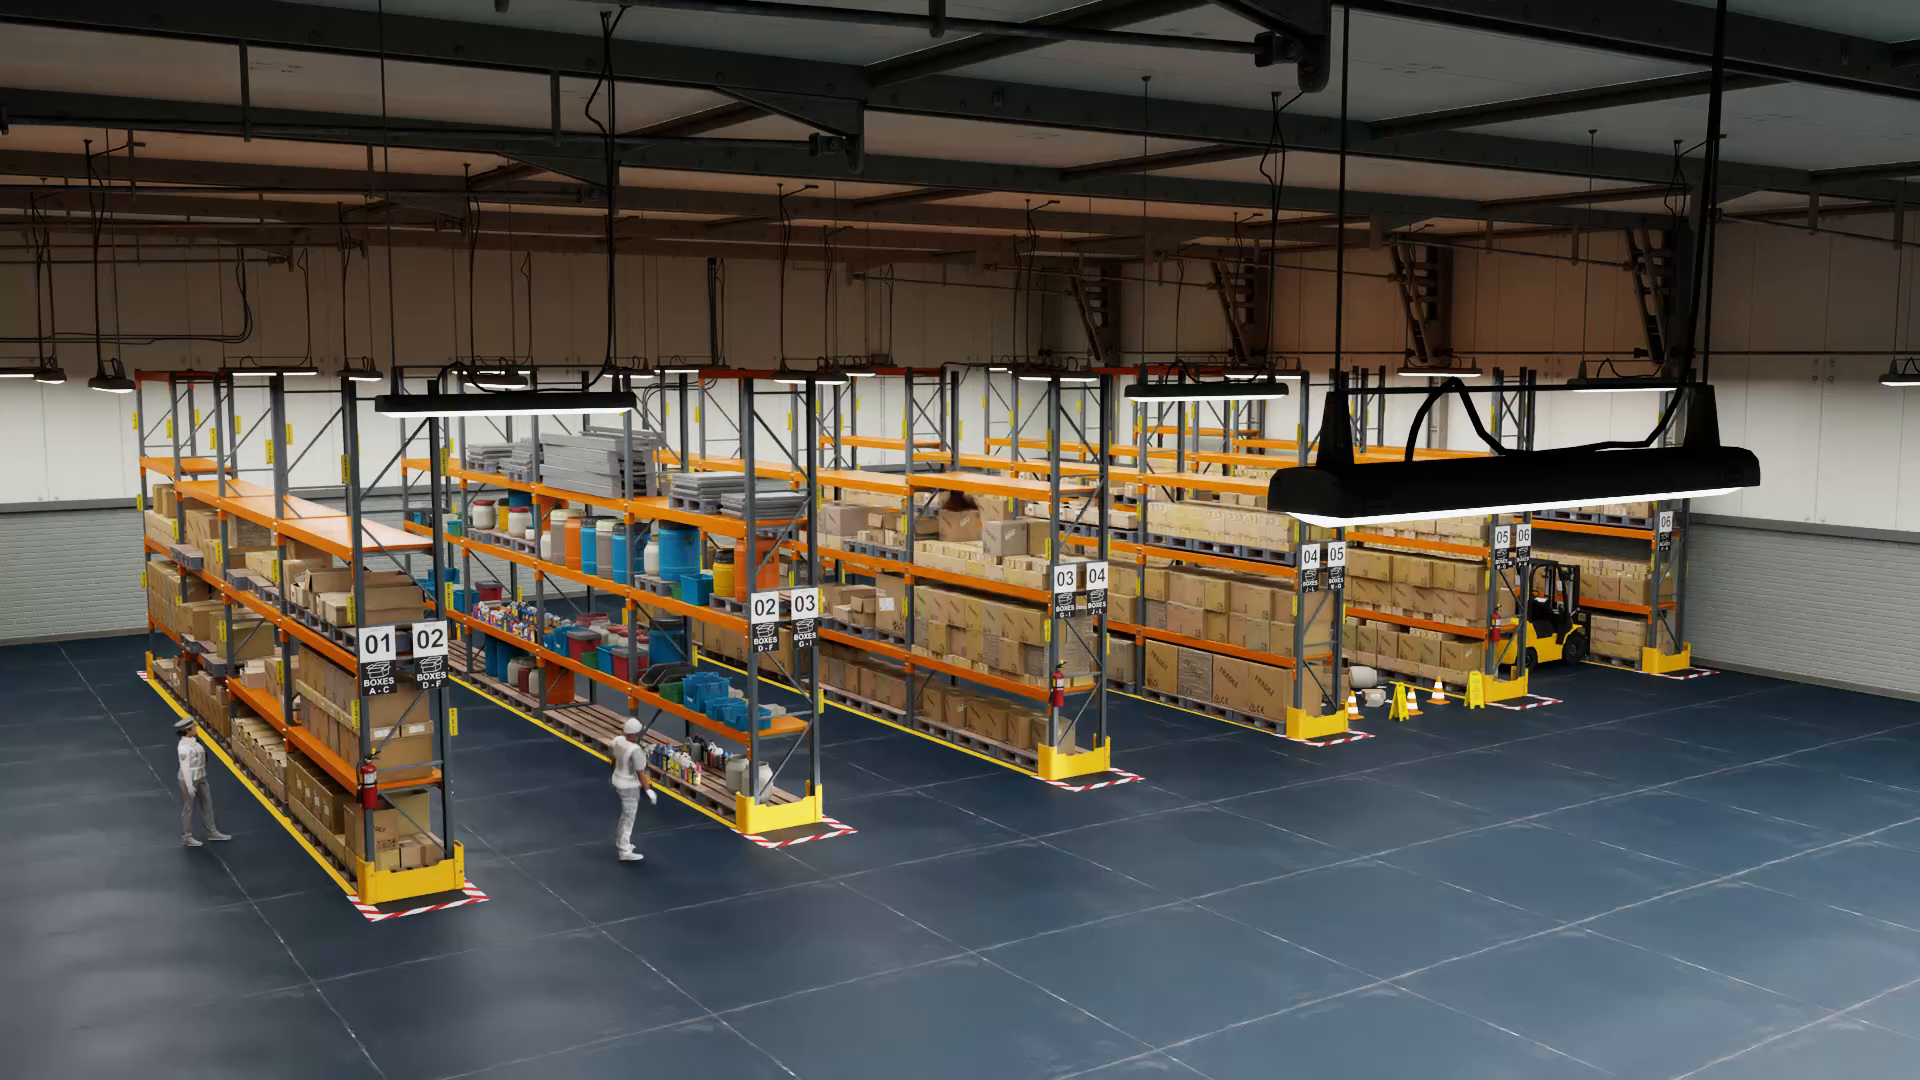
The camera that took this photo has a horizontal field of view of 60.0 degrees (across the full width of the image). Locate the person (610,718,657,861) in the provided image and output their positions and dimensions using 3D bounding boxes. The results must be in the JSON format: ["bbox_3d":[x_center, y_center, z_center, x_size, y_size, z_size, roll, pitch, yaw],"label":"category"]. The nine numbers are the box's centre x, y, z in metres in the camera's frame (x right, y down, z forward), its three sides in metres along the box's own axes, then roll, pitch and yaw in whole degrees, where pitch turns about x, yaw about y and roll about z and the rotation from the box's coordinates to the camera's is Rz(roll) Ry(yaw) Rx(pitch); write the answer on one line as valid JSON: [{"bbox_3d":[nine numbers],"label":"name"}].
[{"bbox_3d":[-4.151,3.105,20.932,0.490,1.795,0.724,-4,8,-31],"label":"person"}]

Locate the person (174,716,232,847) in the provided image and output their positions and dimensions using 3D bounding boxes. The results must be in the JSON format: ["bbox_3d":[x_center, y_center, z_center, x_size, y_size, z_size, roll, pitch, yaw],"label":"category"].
[{"bbox_3d":[-9.759,3.094,21.372,0.545,1.683,0.550,0,6,4],"label":"person"}]

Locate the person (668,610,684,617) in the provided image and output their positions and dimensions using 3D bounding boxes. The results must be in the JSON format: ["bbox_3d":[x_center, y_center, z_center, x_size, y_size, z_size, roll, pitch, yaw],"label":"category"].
[{"bbox_3d":[-5.592,1.777,32.969,0.403,1.666,0.501,-5,8,-37],"label":"person"}]
